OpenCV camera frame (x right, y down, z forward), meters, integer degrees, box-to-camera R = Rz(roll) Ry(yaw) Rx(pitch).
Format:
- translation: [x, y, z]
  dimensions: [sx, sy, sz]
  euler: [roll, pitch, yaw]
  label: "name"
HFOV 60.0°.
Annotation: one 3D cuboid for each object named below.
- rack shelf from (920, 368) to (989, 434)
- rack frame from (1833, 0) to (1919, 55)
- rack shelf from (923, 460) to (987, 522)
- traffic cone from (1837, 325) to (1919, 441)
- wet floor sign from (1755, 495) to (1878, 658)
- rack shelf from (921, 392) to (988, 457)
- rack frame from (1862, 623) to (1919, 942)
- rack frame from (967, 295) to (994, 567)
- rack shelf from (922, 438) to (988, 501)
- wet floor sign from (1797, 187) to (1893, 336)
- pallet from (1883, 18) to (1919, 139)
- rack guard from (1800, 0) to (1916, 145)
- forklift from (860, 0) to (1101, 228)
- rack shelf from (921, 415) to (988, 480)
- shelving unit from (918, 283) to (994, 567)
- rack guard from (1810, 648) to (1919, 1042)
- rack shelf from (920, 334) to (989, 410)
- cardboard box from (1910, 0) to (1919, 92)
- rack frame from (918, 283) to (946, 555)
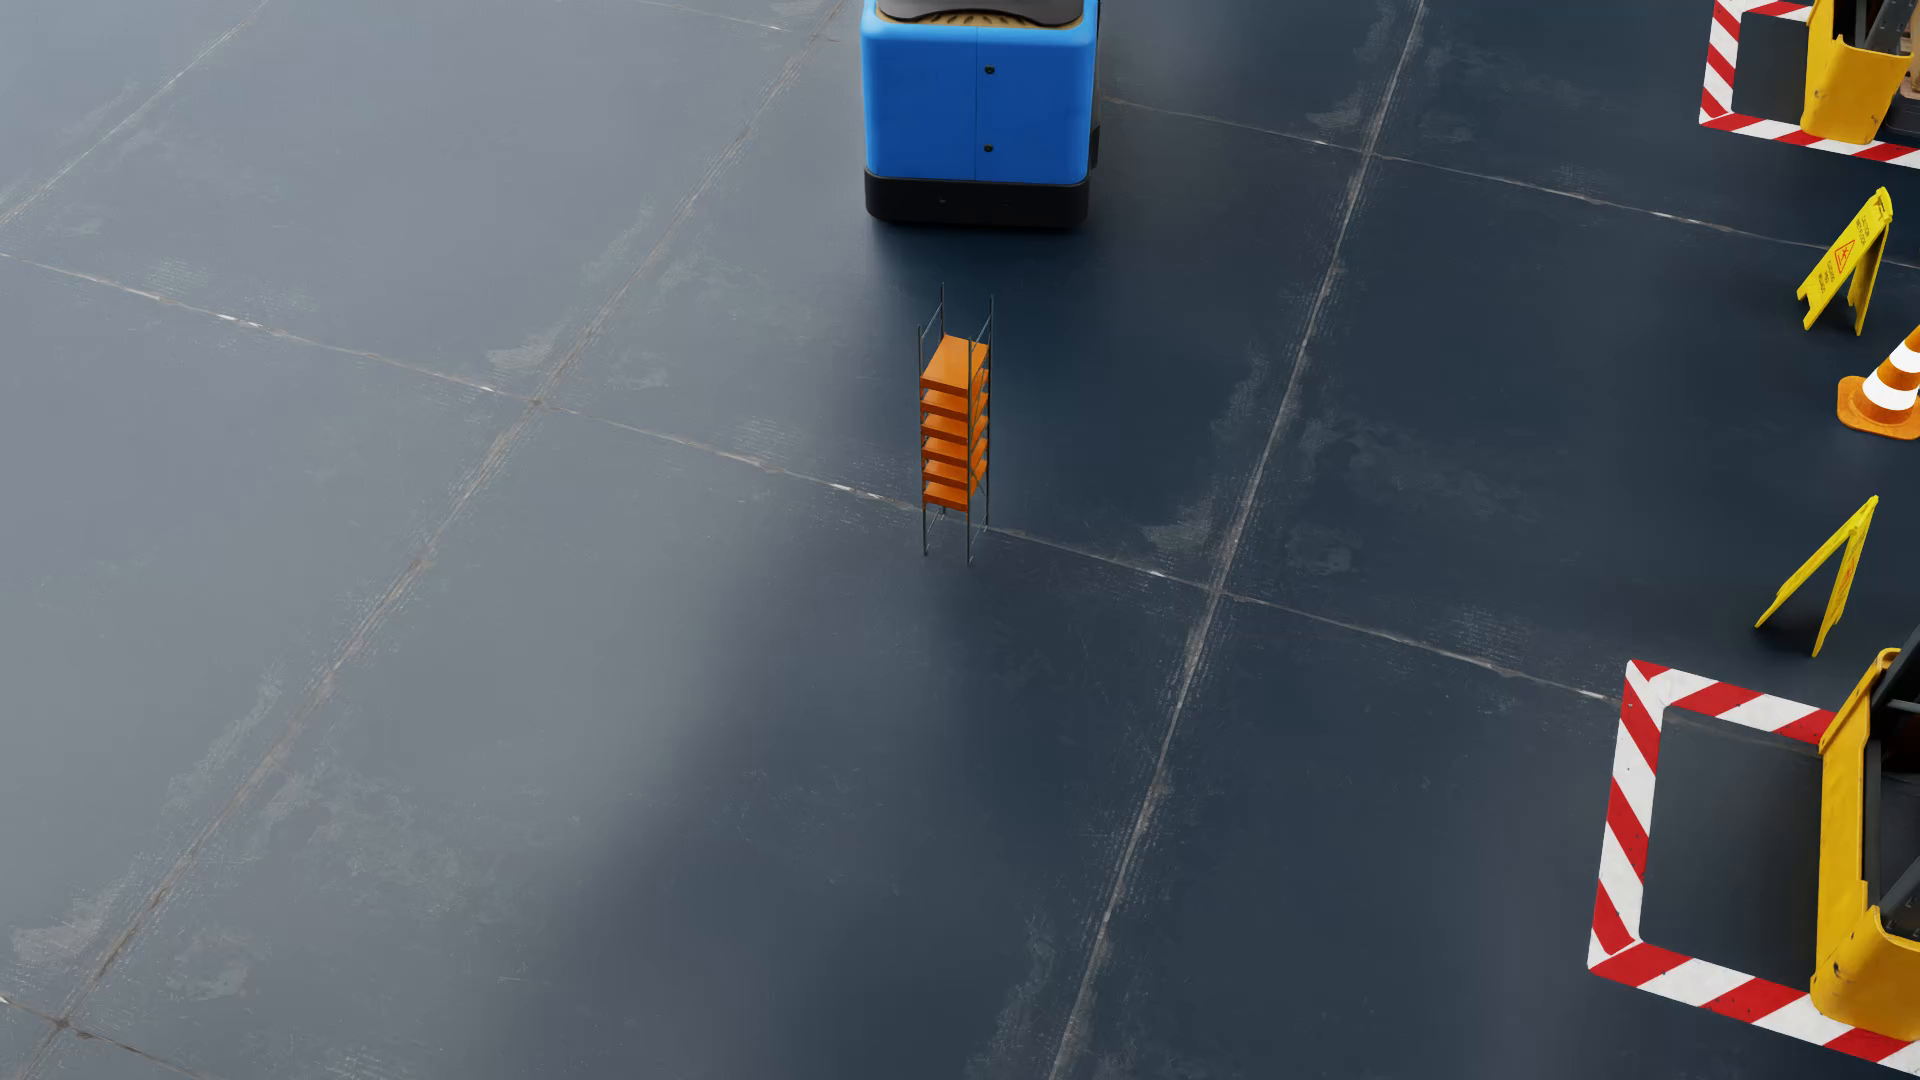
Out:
- translation: [-0.014, -0.525, 6.019]
  dimensions: [0.180, 0.103, 0.258]
  euler: [16, 51, 13]
  label: "rack shelf"
- translation: [4.627, -3.399, 7.578]
  dimensions: [0.127, 3.000, 1.000]
  euler: [16, 51, 13]
  label: "rack frame"
- translation: [-0.014, -0.210, 6.381]
  dimensions: [0.180, 0.103, 0.258]
  euler: [16, 51, 13]
  label: "rack shelf"
- translation: [3.923, -0.711, 6.926]
  dimensions: [0.334, 0.463, 0.336]
  euler: [16, 51, 13]
  label: "traffic cone"
- translation: [3.199, 0.099, 6.104]
  dimensions: [0.232, 0.644, 0.267]
  euler: [33, 57, 25]
  label: "wet floor sign"
- translation: [-0.014, -0.446, 6.109]
  dimensions: [0.180, 0.103, 0.258]
  euler: [16, 51, 13]
  label: "rack shelf"
- translation: [3.007, 0.136, 4.514]
  dimensions: [0.127, 3.000, 1.000]
  euler: [16, 51, 13]
  label: "rack frame"
- translation: [0.072, -0.373, 6.146]
  dimensions: [0.006, 1.200, 0.240]
  euler: [16, 51, 13]
  label: "rack frame"
- translation: [-0.014, -0.289, 6.291]
  dimensions: [0.180, 0.103, 0.258]
  euler: [16, 51, 13]
  label: "rack shelf"
- translation: [3.914, -1.232, 7.257]
  dimensions: [0.232, 0.644, 0.267]
  euler: [8, 50, 7]
  label: "wet floor sign"
- translation: [5.404, -2.332, 8.498]
  dimensions: [1.213, 0.211, 1.003]
  euler: [16, 51, 13]
  label: "pallet"
- translation: [4.605, -2.587, 8.528]
  dimensions: [0.348, 0.500, 1.175]
  euler: [16, 51, 13]
  label: "rack guard"
- translation: [0.179, -3.536, 7.742]
  dimensions: [1.130, 2.935, 3.031]
  euler: [3, 49, 3]
  label: "forklift"
- translation: [-0.014, -0.368, 6.200]
  dimensions: [0.180, 0.103, 0.258]
  euler: [16, 51, 13]
  label: "rack shelf"
- translation: [-0.014, -0.397, 6.166]
  dimensions: [0.189, 1.200, 0.258]
  euler: [16, 51, 13]
  label: "shelving unit"
- translation: [3.078, 0.975, 5.441]
  dimensions: [0.348, 0.500, 1.175]
  euler: [16, 51, 13]
  label: "rack guard"
- translation: [-0.014, -0.603, 5.928]
  dimensions: [0.180, 0.103, 0.258]
  euler: [16, 51, 13]
  label: "rack shelf"
- translation: [5.286, -2.710, 8.108]
  dimensions: [0.875, 0.875, 0.875]
  euler: [16, 51, 13]
  label: "cardboard box"
- translation: [-0.099, -0.421, 6.187]
  dimensions: [0.006, 1.200, 0.240]
  euler: [16, 51, 13]
  label: "rack frame"
